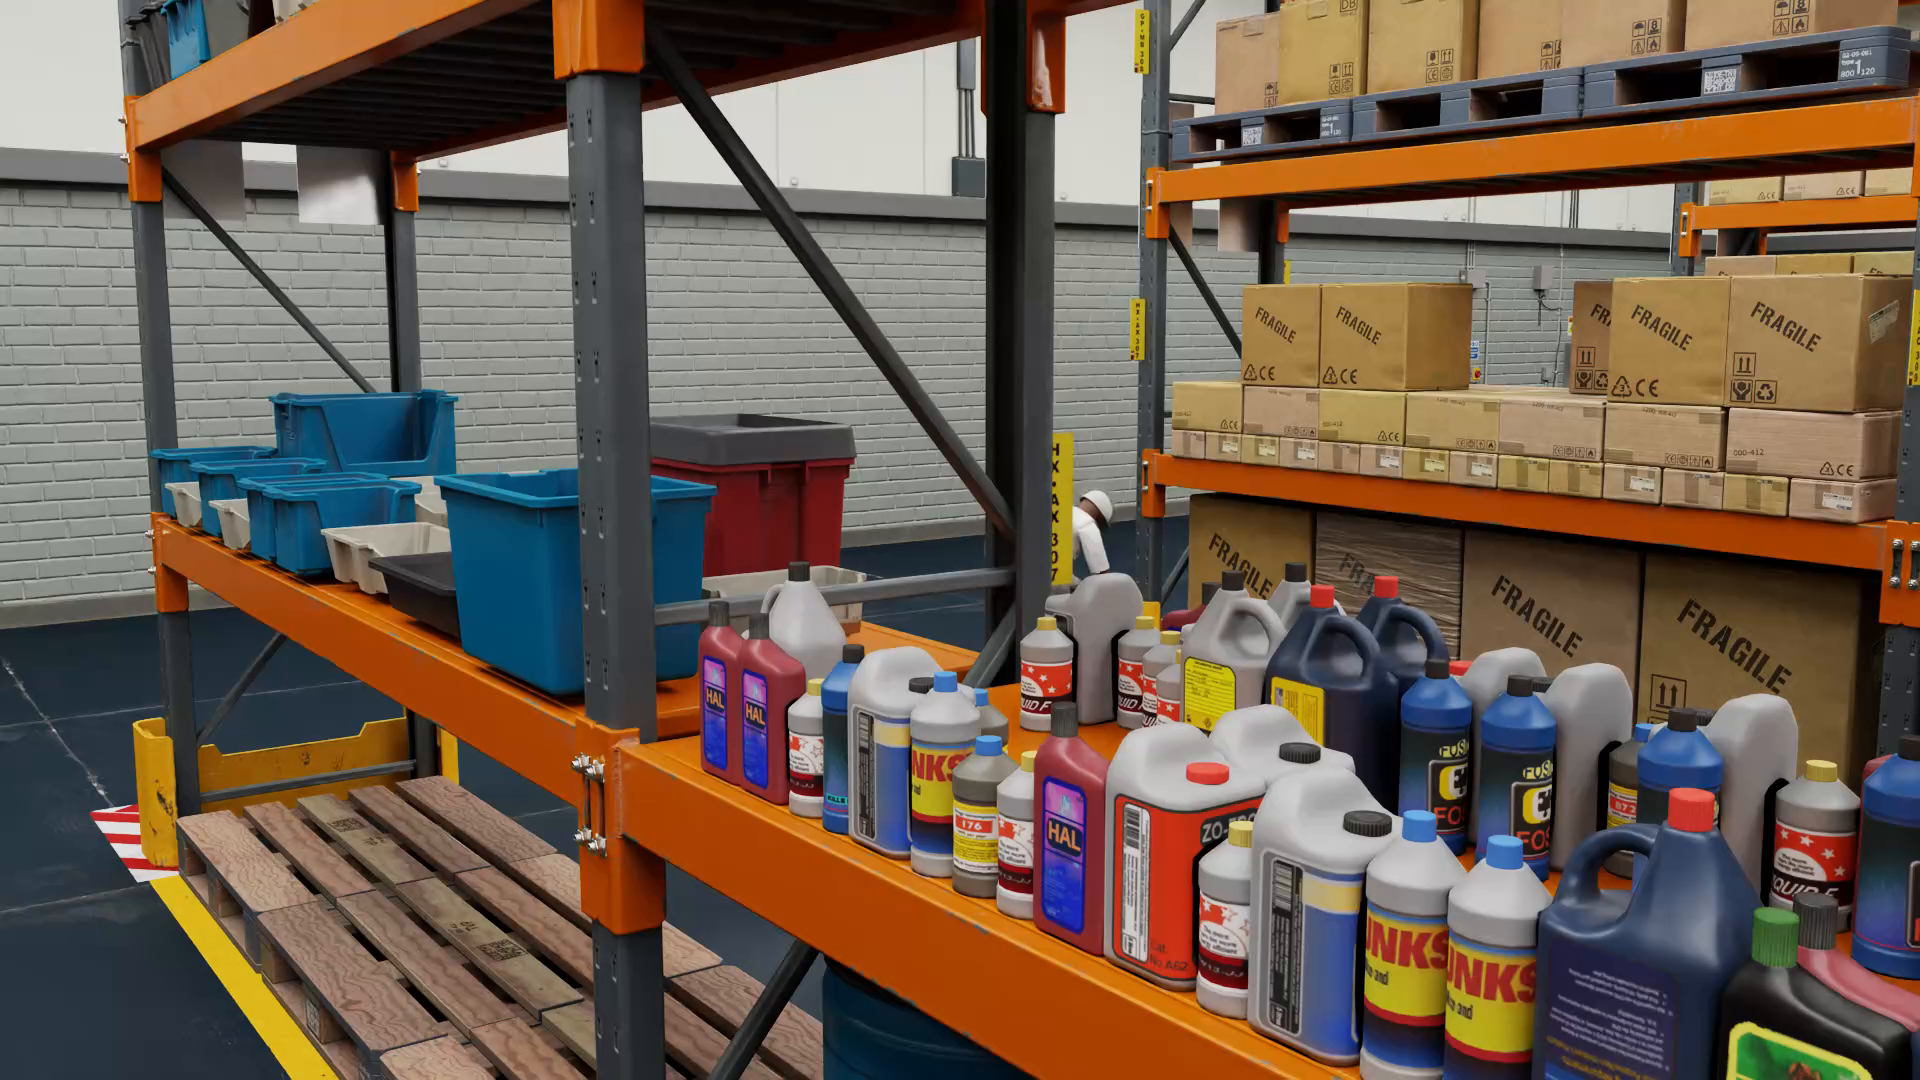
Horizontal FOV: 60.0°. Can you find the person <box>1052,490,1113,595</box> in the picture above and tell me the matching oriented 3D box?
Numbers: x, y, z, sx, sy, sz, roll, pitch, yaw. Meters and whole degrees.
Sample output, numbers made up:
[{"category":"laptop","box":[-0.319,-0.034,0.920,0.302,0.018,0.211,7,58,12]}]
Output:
[{"category":"person","box":[0.576,0.199,10.213,0.903,0.975,0.579,-5,9,-30]}]
